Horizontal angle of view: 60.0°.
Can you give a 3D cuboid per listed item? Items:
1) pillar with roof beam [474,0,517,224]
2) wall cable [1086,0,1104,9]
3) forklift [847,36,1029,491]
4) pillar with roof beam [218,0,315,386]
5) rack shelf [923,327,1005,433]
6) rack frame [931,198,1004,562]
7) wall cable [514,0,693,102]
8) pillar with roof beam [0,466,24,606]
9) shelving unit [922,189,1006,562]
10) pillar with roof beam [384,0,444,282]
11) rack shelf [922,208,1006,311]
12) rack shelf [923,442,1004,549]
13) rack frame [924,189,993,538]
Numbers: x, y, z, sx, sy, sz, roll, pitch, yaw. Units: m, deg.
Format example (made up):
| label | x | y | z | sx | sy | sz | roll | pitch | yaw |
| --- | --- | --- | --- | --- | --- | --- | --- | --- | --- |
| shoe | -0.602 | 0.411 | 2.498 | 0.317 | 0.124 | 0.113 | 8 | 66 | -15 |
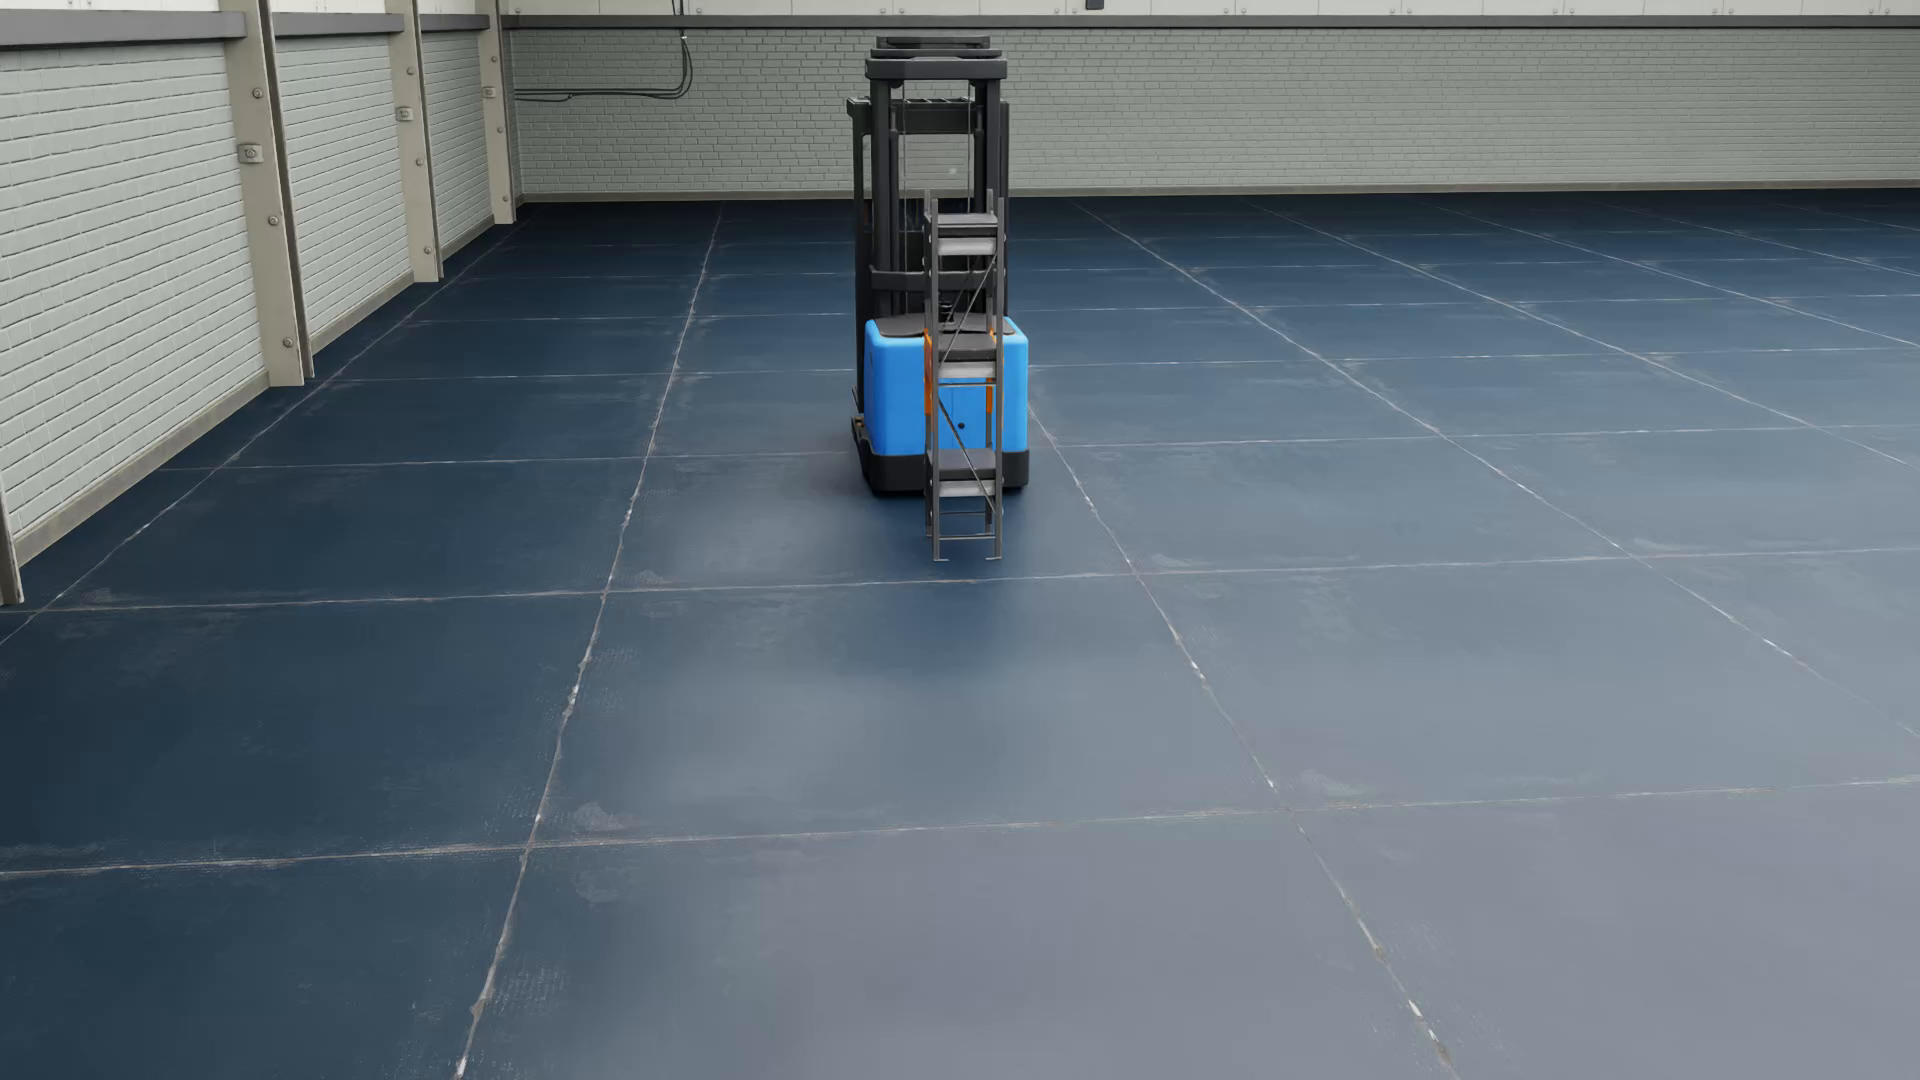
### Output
| label | x | y | z | sx | sy | sz | roll | pitch | yaw |
| --- | --- | --- | --- | --- | --- | --- | --- | --- | --- |
| pillar with roof beam | -2.841 | -9.396 | 25.084 | 9.100 | 9.000 | 0.400 | -2 | 18 | -6 |
| wall cable | 3.333 | -12.093 | 27.996 | 2.305 | 6.003 | 0.169 | -2 | 18 | -6 |
| forklift | -0.232 | -2.118 | 12.031 | 1.130 | 2.935 | 3.031 | -2 | 18 | -7 |
| pillar with roof beam | -1.603 | -5.821 | 13.696 | 9.100 | 9.000 | 0.400 | -2 | 18 | -6 |
| rack shelf | 0.017 | -0.939 | 9.710 | 0.431 | 0.518 | 0.480 | -2 | 18 | -6 |
| rack frame | 0.042 | -0.880 | 9.474 | 0.400 | 2.100 | 0.015 | -2 | 18 | -6 |
| wall cable | -6.112 | -8.701 | 28.051 | 3.097 | 2.526 | 0.112 | -2 | 18 | -6 |
| pillar with roof beam | -0.984 | -4.034 | 8.002 | 9.100 | 9.000 | 0.400 | -2 | 18 | -6 |
| shelving unit | 0.017 | -0.952 | 9.705 | 0.431 | 2.100 | 0.503 | -2 | 18 | -6 |
| pillar with roof beam | -2.222 | -7.609 | 19.390 | 9.100 | 9.000 | 0.400 | -2 | 18 | -6 |
| rack shelf | 0.017 | -1.607 | 9.500 | 0.431 | 0.518 | 0.480 | -2 | 18 | -6 |
| rack shelf | 0.017 | -0.272 | 9.919 | 0.431 | 0.518 | 0.480 | -2 | 18 | -6 |
| rack frame | -0.008 | -1.025 | 9.937 | 0.400 | 2.100 | 0.015 | -2 | 18 | -6 |
